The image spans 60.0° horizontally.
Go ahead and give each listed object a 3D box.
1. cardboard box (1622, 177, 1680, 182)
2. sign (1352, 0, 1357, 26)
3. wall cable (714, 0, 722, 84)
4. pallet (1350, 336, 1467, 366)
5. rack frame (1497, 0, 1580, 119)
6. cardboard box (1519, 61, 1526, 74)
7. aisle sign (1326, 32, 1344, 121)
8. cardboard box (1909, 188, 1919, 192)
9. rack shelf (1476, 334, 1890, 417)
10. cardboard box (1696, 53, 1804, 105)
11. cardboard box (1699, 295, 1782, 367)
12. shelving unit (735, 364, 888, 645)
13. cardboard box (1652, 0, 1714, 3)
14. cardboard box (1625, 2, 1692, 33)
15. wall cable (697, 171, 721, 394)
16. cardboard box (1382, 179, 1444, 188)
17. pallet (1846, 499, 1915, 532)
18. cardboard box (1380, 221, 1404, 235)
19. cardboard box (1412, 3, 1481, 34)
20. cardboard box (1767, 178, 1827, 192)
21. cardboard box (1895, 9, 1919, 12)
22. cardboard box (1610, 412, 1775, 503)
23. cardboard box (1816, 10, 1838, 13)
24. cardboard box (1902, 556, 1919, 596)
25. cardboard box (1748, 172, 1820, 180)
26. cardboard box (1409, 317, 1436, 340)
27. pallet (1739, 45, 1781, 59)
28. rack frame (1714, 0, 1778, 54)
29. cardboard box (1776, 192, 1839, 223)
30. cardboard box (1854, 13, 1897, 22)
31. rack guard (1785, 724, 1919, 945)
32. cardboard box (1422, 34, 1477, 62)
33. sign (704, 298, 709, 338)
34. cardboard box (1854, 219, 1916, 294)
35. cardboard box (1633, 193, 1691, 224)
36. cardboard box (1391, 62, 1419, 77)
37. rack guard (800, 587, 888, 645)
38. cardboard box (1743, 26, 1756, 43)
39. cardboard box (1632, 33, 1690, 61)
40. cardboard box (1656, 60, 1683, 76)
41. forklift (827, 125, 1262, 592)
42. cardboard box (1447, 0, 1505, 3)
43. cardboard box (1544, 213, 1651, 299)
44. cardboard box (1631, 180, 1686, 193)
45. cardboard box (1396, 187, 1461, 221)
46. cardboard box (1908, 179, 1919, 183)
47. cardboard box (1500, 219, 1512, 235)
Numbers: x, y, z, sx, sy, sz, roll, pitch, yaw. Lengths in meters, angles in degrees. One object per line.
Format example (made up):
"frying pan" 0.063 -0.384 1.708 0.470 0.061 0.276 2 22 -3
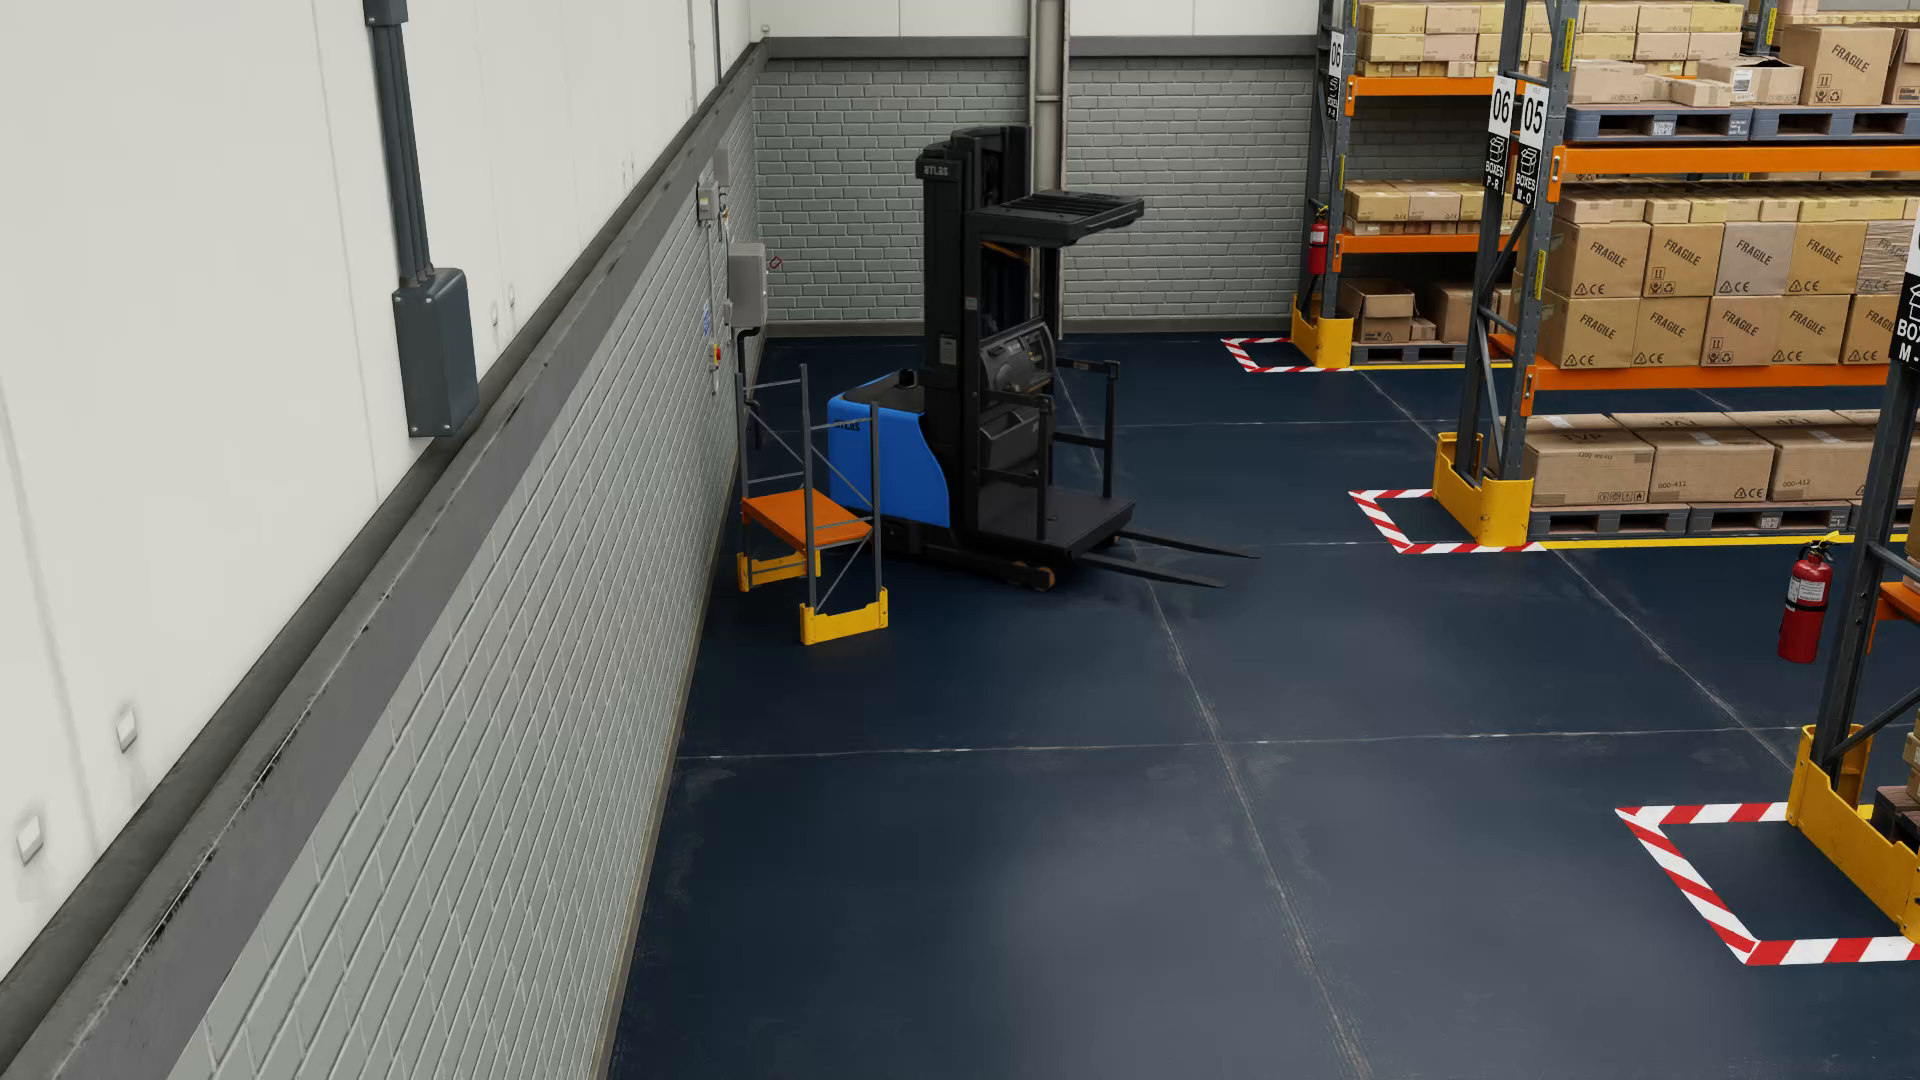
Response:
"cardboard box" 7.116 -3.560 17.048 0.500 0.250 0.500 -1 21 -4
"sign" 3.664 -4.941 15.440 0.005 0.325 0.100 -1 21 -3
"wall cable" -1.905 -5.424 13.667 0.133 3.039 2.988 -1 21 -3
"pallet" 4.504 -2.038 17.179 1.213 0.211 1.003 -1 21 -3
"rack frame" 3.920 -4.364 10.937 0.127 3.000 1.000 -1 21 -3
"cardboard box" 5.241 -4.549 15.991 0.250 0.149 0.380 -1 21 -4
"aisle sign" 3.581 -4.433 15.895 0.004 0.787 0.394 -1 21 -3
"cardboard box" 6.853 -2.360 11.646 0.250 0.149 0.380 -1 21 -3
"rack shelf" 5.916 -1.265 12.239 4.000 0.370 1.077 -1 21 -3
"cardboard box" 5.417 -3.176 11.427 0.500 0.311 0.500 -1 21 -2
"cardboard box" 5.428 -1.539 11.807 0.500 0.500 0.500 -1 21 -3
"shelving unit" -0.981 -0.260 10.697 0.587 1.500 1.083 -12 24 -28
"cardboard box" 7.116 -5.200 16.438 0.500 0.250 0.500 -1 21 -4
"cardboard box" 6.630 -5.000 15.913 0.500 0.250 0.500 -1 21 -4
"wall cable" -1.708 -1.927 11.495 0.123 1.953 0.585 -1 21 -3
"cardboard box" 4.592 -3.506 16.907 0.500 0.250 0.500 -1 21 -3
"pallet" 7.150 -0.351 12.746 1.213 0.211 1.003 -1 21 -3
"cardboard box" 4.228 -3.137 16.498 0.250 0.149 0.380 -1 21 -2
"cardboard box" 4.599 -4.952 15.785 0.500 0.250 0.500 -1 21 -3
"cardboard box" 6.062 -2.520 12.068 0.250 0.149 0.380 -1 21 -3
"cardboard box" 9.456 -5.160 16.446 0.250 0.149 0.380 -1 21 -2
"cardboard box" 5.486 -0.630 12.570 0.875 0.438 0.875 -1 21 -2
"cardboard box" 8.423 -5.140 16.395 0.250 0.149 0.380 -2 21 -4
"cardboard box" 4.613 0.206 7.717 0.250 0.149 0.380 -1 21 -3
"cardboard box" 8.122 -3.578 16.573 0.500 0.500 0.700 -1 21 -2
"cardboard box" 4.675 -2.161 16.998 0.250 0.149 0.380 -2 21 -5
"pallet" 8.281 -4.707 16.318 1.003 0.211 1.213 -1 21 -3
"rack frame" 7.626 -6.209 15.781 0.127 3.000 1.000 -1 21 -3
"cardboard box" 5.841 -2.303 11.497 0.250 0.149 0.380 -2 21 -4
"cardboard box" 8.723 -4.957 15.914 0.250 0.149 0.380 -1 21 -4
"rack guard" 4.379 1.363 7.840 0.348 0.500 1.175 -1 21 -3
"cardboard box" 4.598 -4.724 15.890 0.500 0.250 0.500 -1 21 -2
"sign" -1.767 -1.546 11.585 0.001 0.218 0.327 -1 21 -3
"cardboard box" 6.443 -2.027 11.683 0.500 0.500 0.500 -1 21 -2
"cardboard box" 4.814 -2.282 11.441 0.250 0.149 0.380 -1 21 -1
"cardboard box" 4.224 -4.547 15.985 0.250 0.149 0.380 -1 21 -2
"rack guard" -0.732 0.477 10.516 0.587 0.250 0.087 -12 24 -28
"cardboard box" 7.925 -4.963 16.348 0.250 0.149 0.380 -1 21 -3
"cardboard box" 6.640 -4.763 15.992 0.500 0.250 0.500 -2 21 -5
"cardboard box" 6.771 -4.571 16.048 0.250 0.149 0.380 0 21 -1
"forklift" 0.573 -1.237 11.250 3.031 2.935 1.130 12 24 29
"cardboard box" 5.094 -5.161 16.335 0.500 0.250 0.500 -1 21 -3
"cardboard box" 4.415 -1.983 11.568 0.500 0.500 0.500 -2 21 -4
"cardboard box" 5.025 -2.495 12.002 0.250 0.149 0.380 -1 21 -2
"cardboard box" 4.604 -3.316 16.409 0.500 0.250 0.500 -1 21 -2
"cardboard box" 7.075 -2.514 12.050 0.250 0.149 0.380 -1 21 -4
"cardboard box" 5.266 -3.124 16.464 0.250 0.149 0.380 -2 21 -5
